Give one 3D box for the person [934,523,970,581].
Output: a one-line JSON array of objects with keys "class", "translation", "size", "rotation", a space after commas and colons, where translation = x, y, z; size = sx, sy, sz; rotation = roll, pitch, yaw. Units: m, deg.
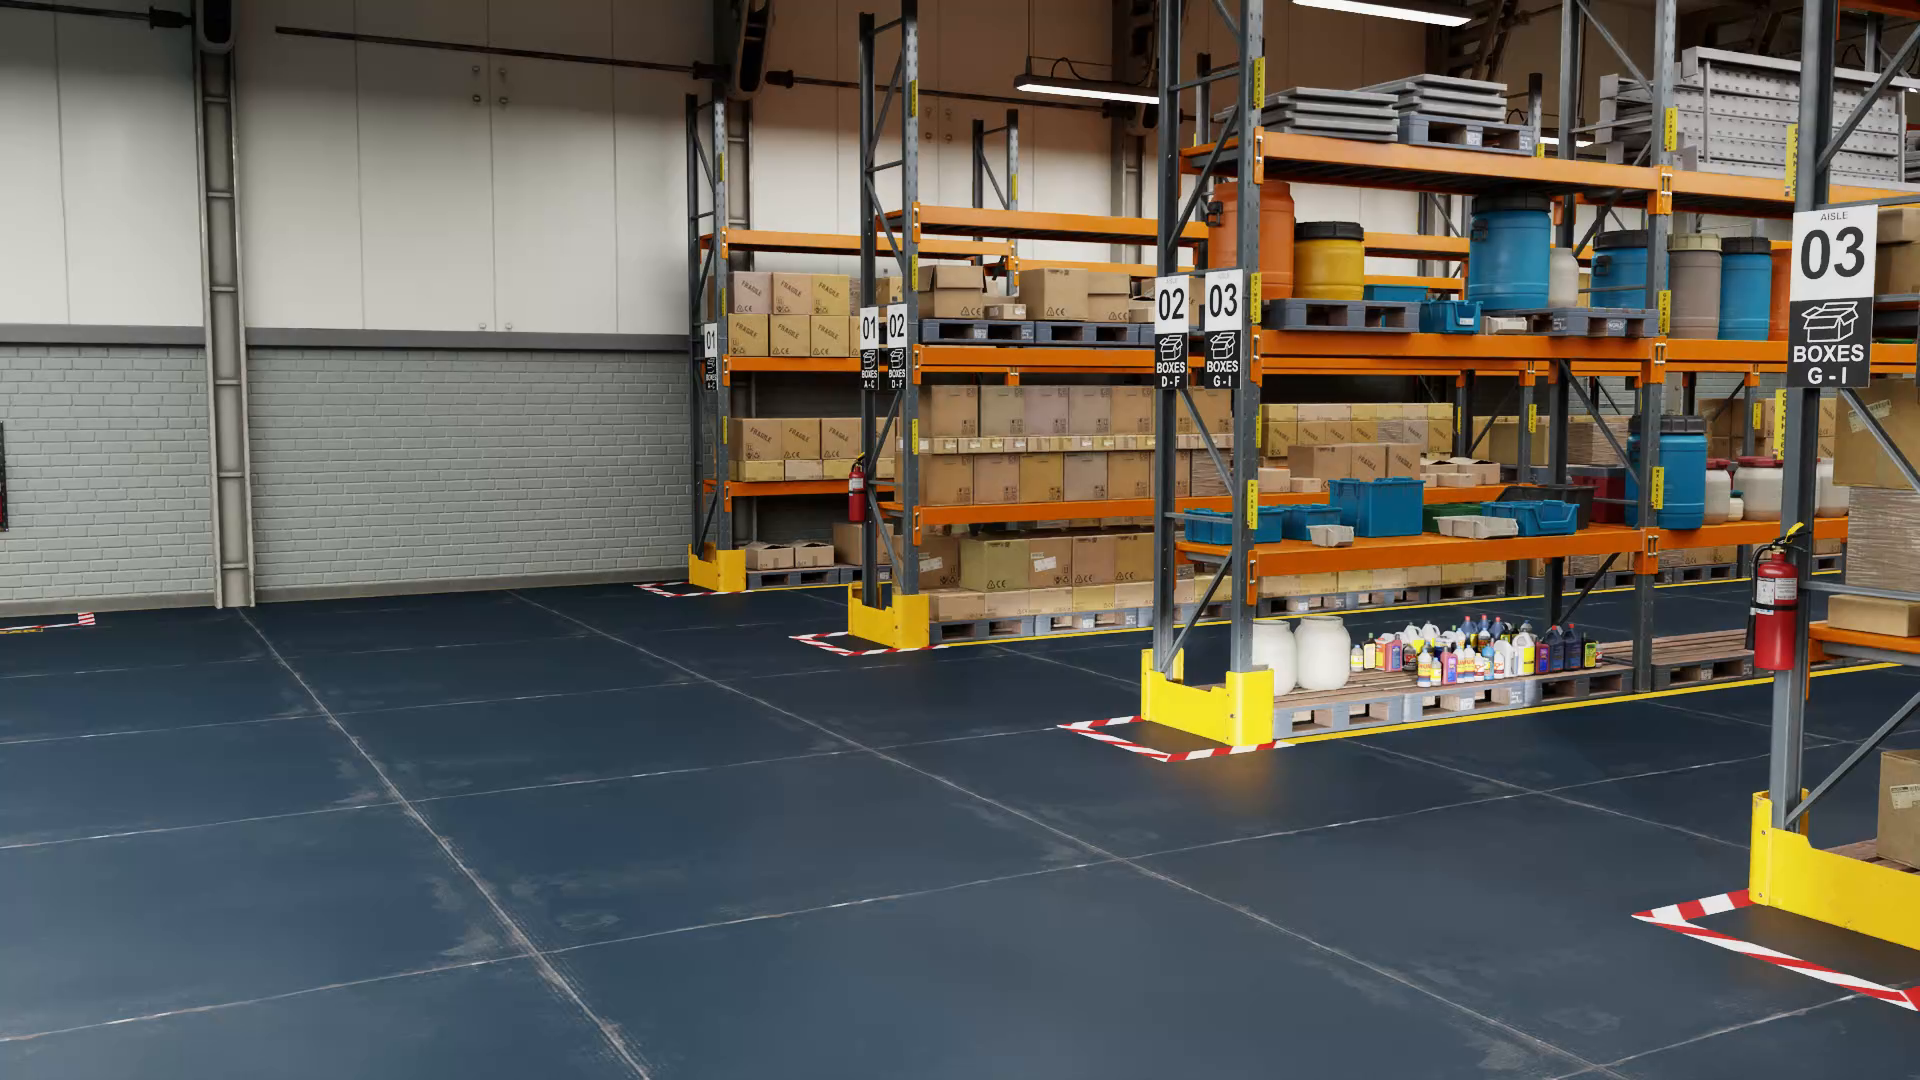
[{"class": "person", "translation": [-0.099, -0.053, 18.063], "size": [0.543, 1.673, 0.436], "rotation": [-3, 6, -29]}]
